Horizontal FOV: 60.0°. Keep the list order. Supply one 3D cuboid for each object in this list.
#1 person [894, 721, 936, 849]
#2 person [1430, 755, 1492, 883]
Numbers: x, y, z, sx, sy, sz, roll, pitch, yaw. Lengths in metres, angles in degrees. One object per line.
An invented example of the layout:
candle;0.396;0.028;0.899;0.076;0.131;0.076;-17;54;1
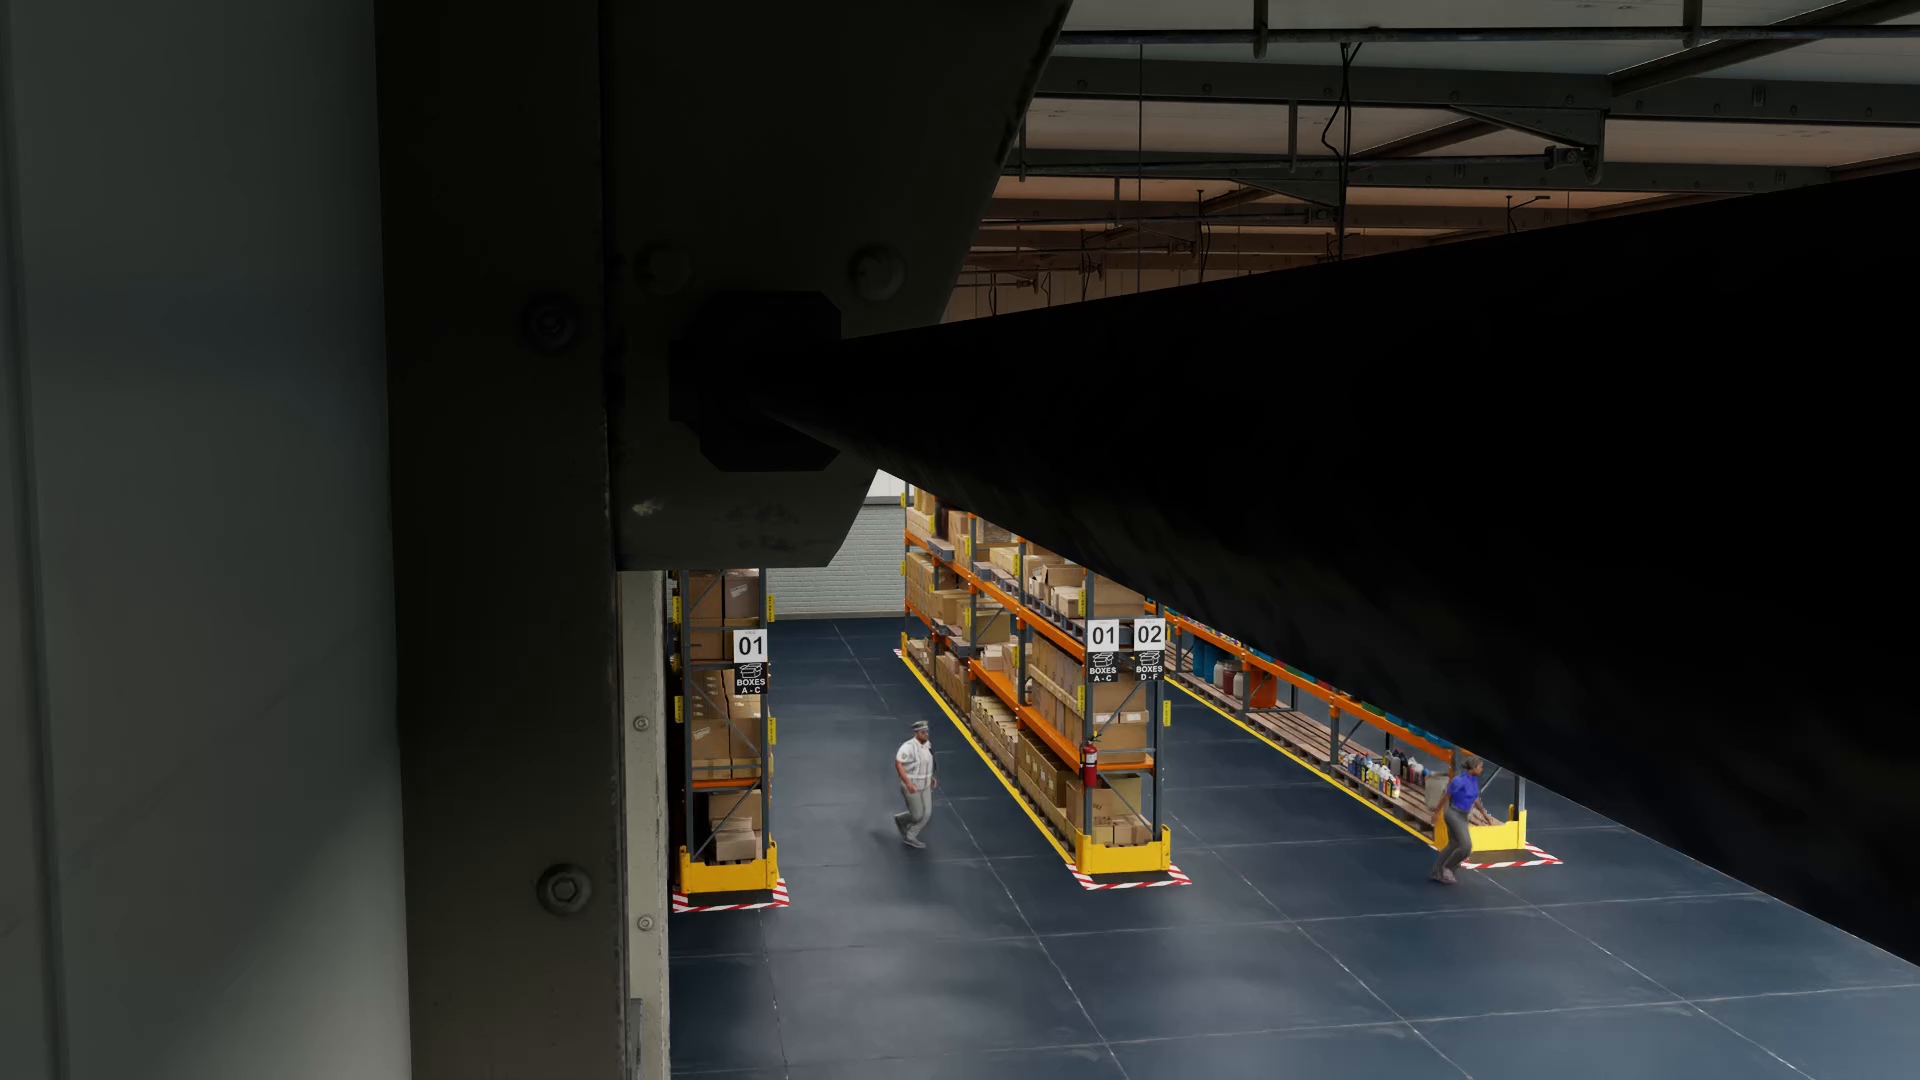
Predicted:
person;-0.633;3.207;22.009;0.572;1.718;0.661;6;8;44
person;6.124;3.420;20.369;0.647;1.608;0.585;5;8;38
